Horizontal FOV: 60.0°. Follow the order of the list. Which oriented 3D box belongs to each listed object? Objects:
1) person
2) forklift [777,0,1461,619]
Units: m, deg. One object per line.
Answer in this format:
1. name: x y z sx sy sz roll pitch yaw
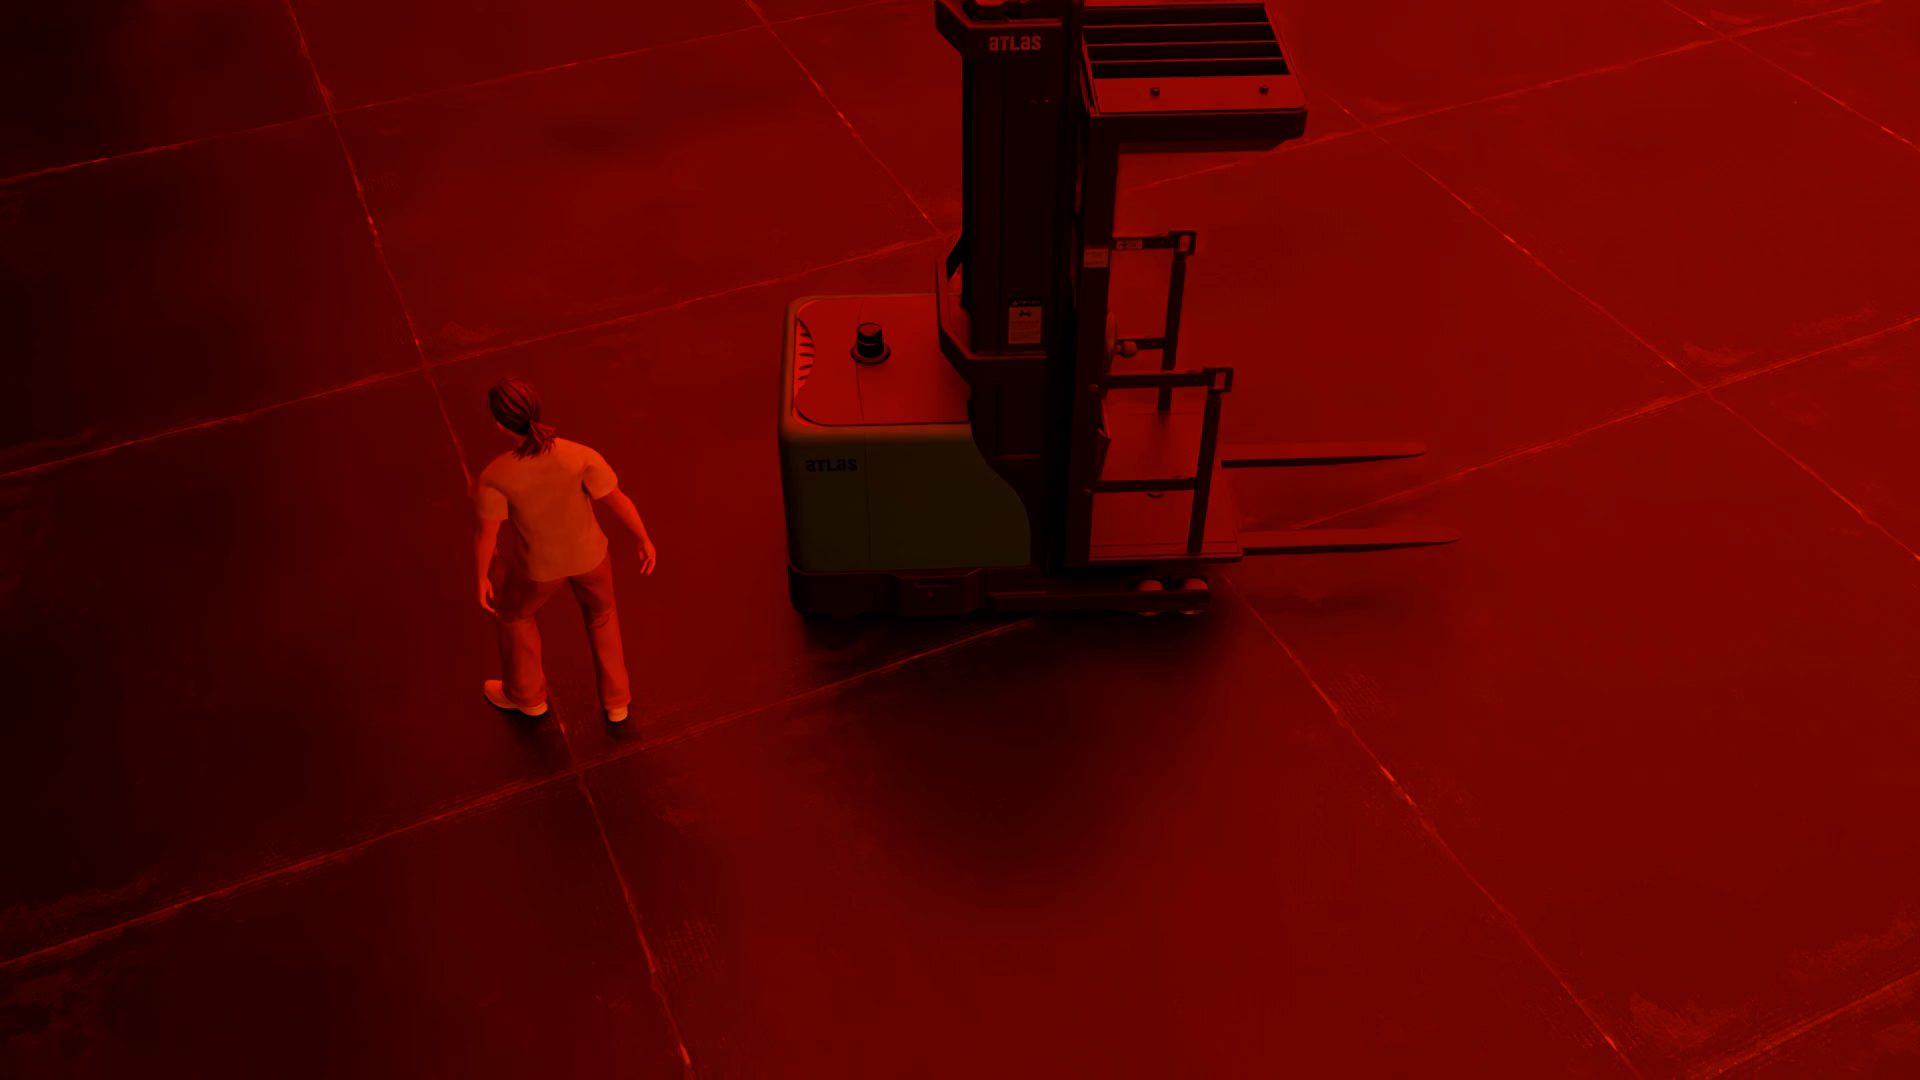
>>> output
1. person: -1.606 0.083 6.547 0.790 1.645 0.383 -13 45 -14
2. forklift: 0.734 -1.094 6.852 3.031 2.935 1.130 -2 43 -2
